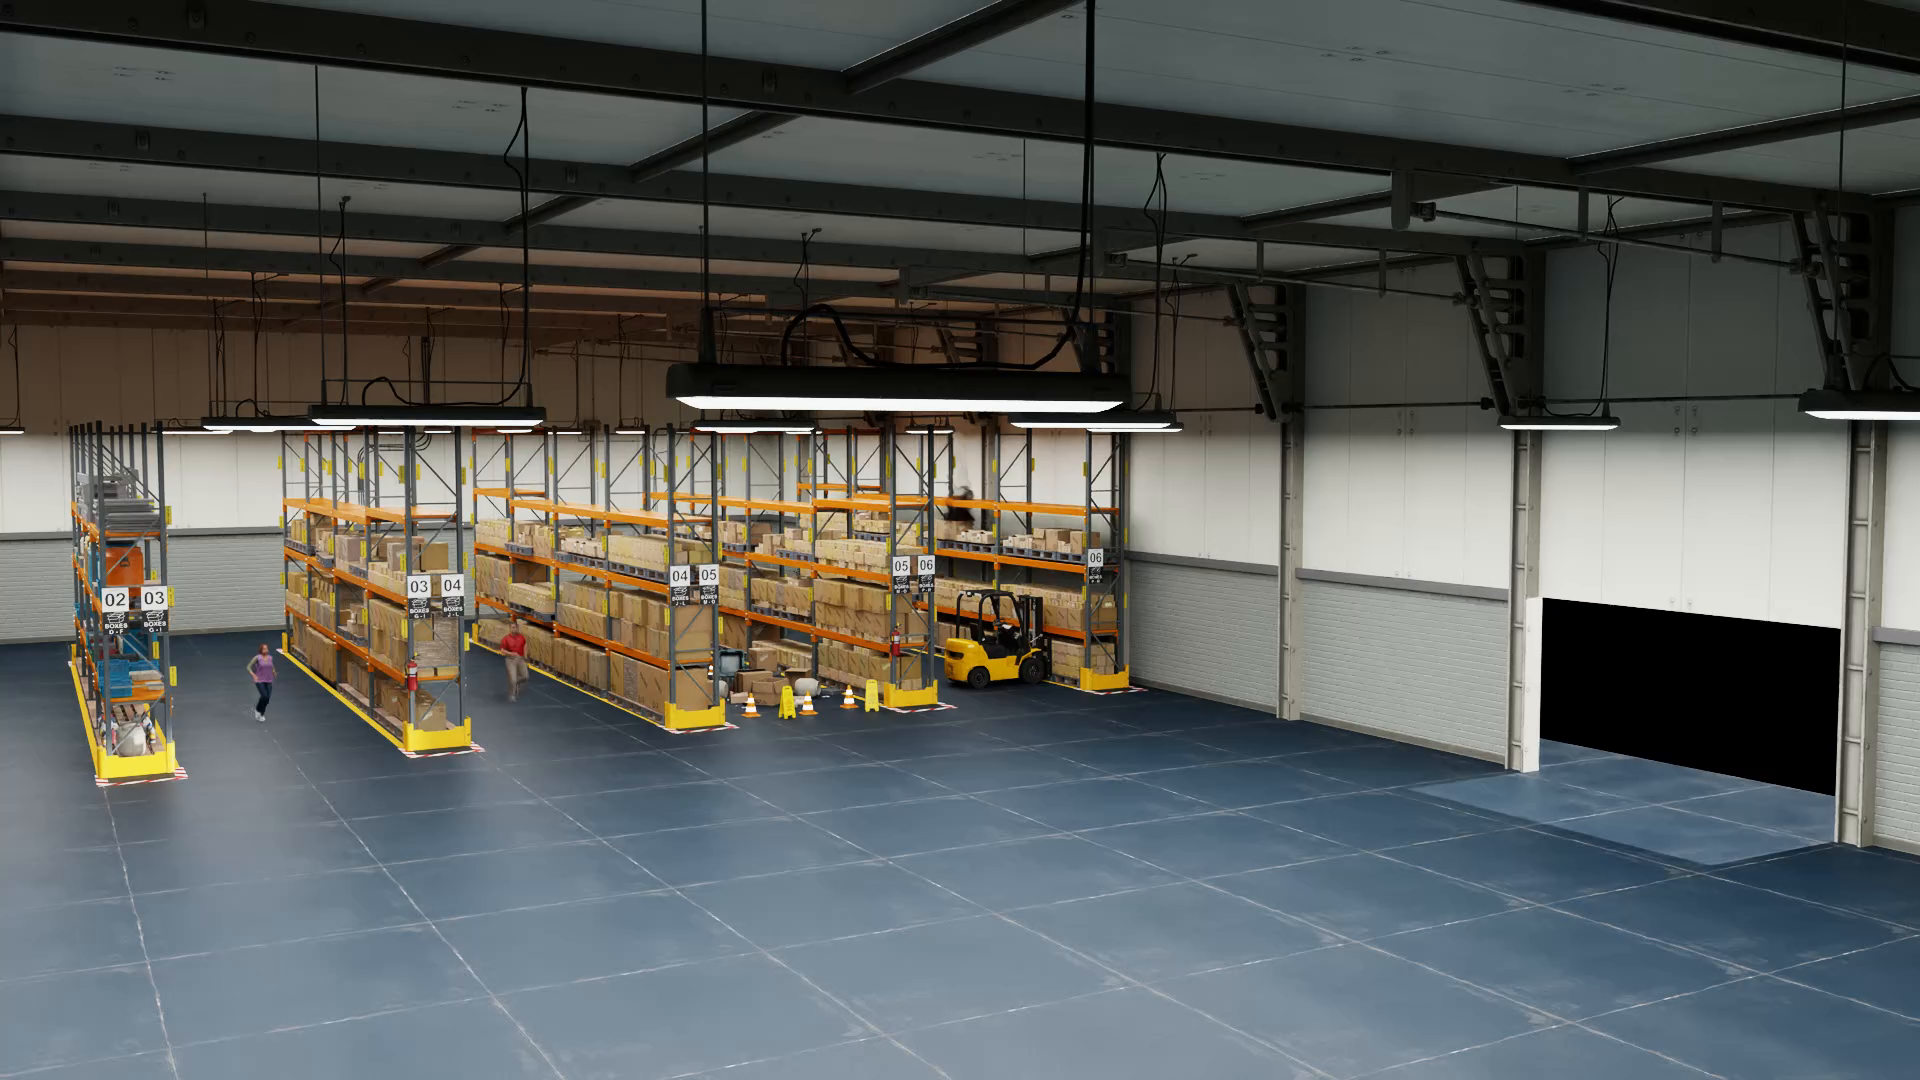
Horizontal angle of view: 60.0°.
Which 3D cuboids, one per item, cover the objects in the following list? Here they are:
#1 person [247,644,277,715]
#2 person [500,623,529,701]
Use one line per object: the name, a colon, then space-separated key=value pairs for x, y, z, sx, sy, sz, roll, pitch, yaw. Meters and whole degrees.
person: x=-13.981 y=2.821 z=33.407 sx=0.601 sy=1.476 sz=0.513 roll=3 pitch=5 yaw=39
person: x=-9.635 y=2.660 z=36.138 sx=0.674 sy=1.692 sz=0.614 roll=-3 pitch=5 yaw=-41
